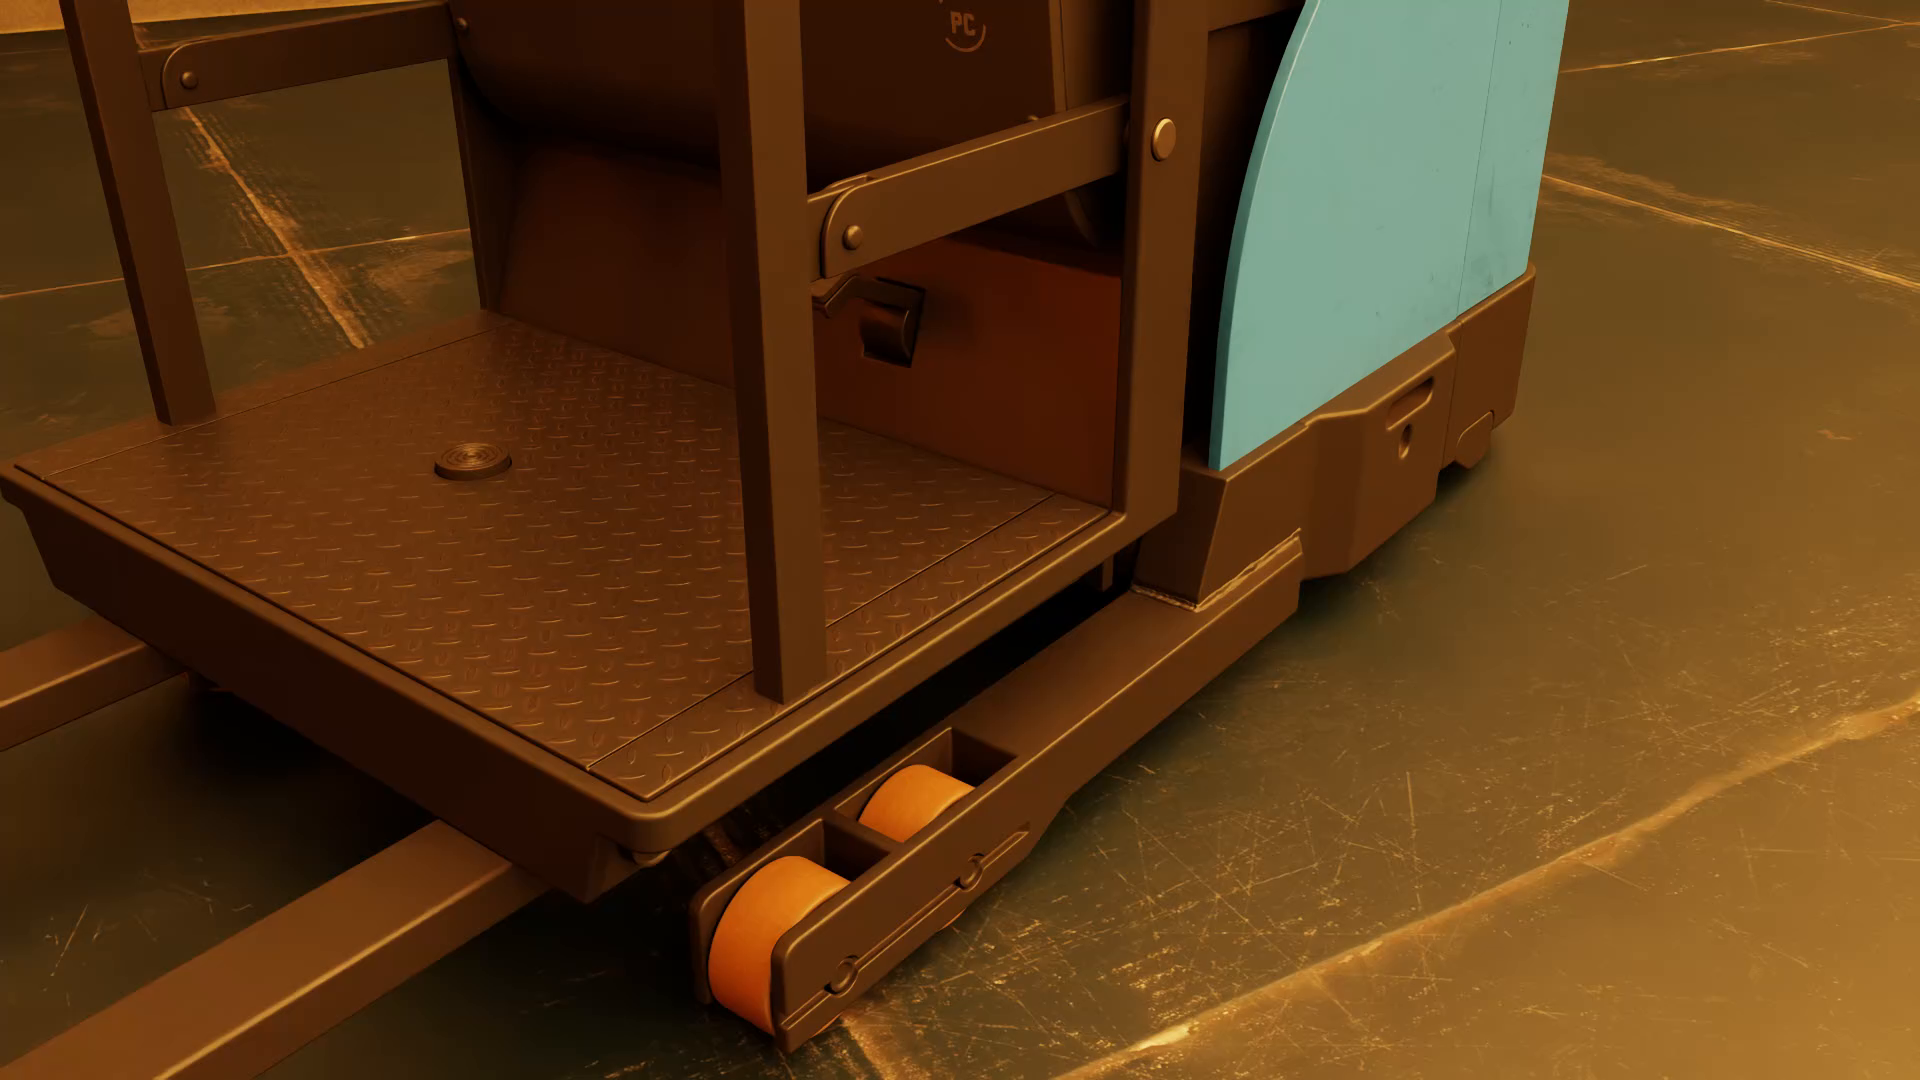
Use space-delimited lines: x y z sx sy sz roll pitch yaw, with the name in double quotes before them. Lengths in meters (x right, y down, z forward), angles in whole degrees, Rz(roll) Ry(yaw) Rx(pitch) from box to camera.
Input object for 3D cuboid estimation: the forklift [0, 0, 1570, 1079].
"forklift" -0.375 -1.090 1.409 1.130 2.935 3.031 19 33 33
